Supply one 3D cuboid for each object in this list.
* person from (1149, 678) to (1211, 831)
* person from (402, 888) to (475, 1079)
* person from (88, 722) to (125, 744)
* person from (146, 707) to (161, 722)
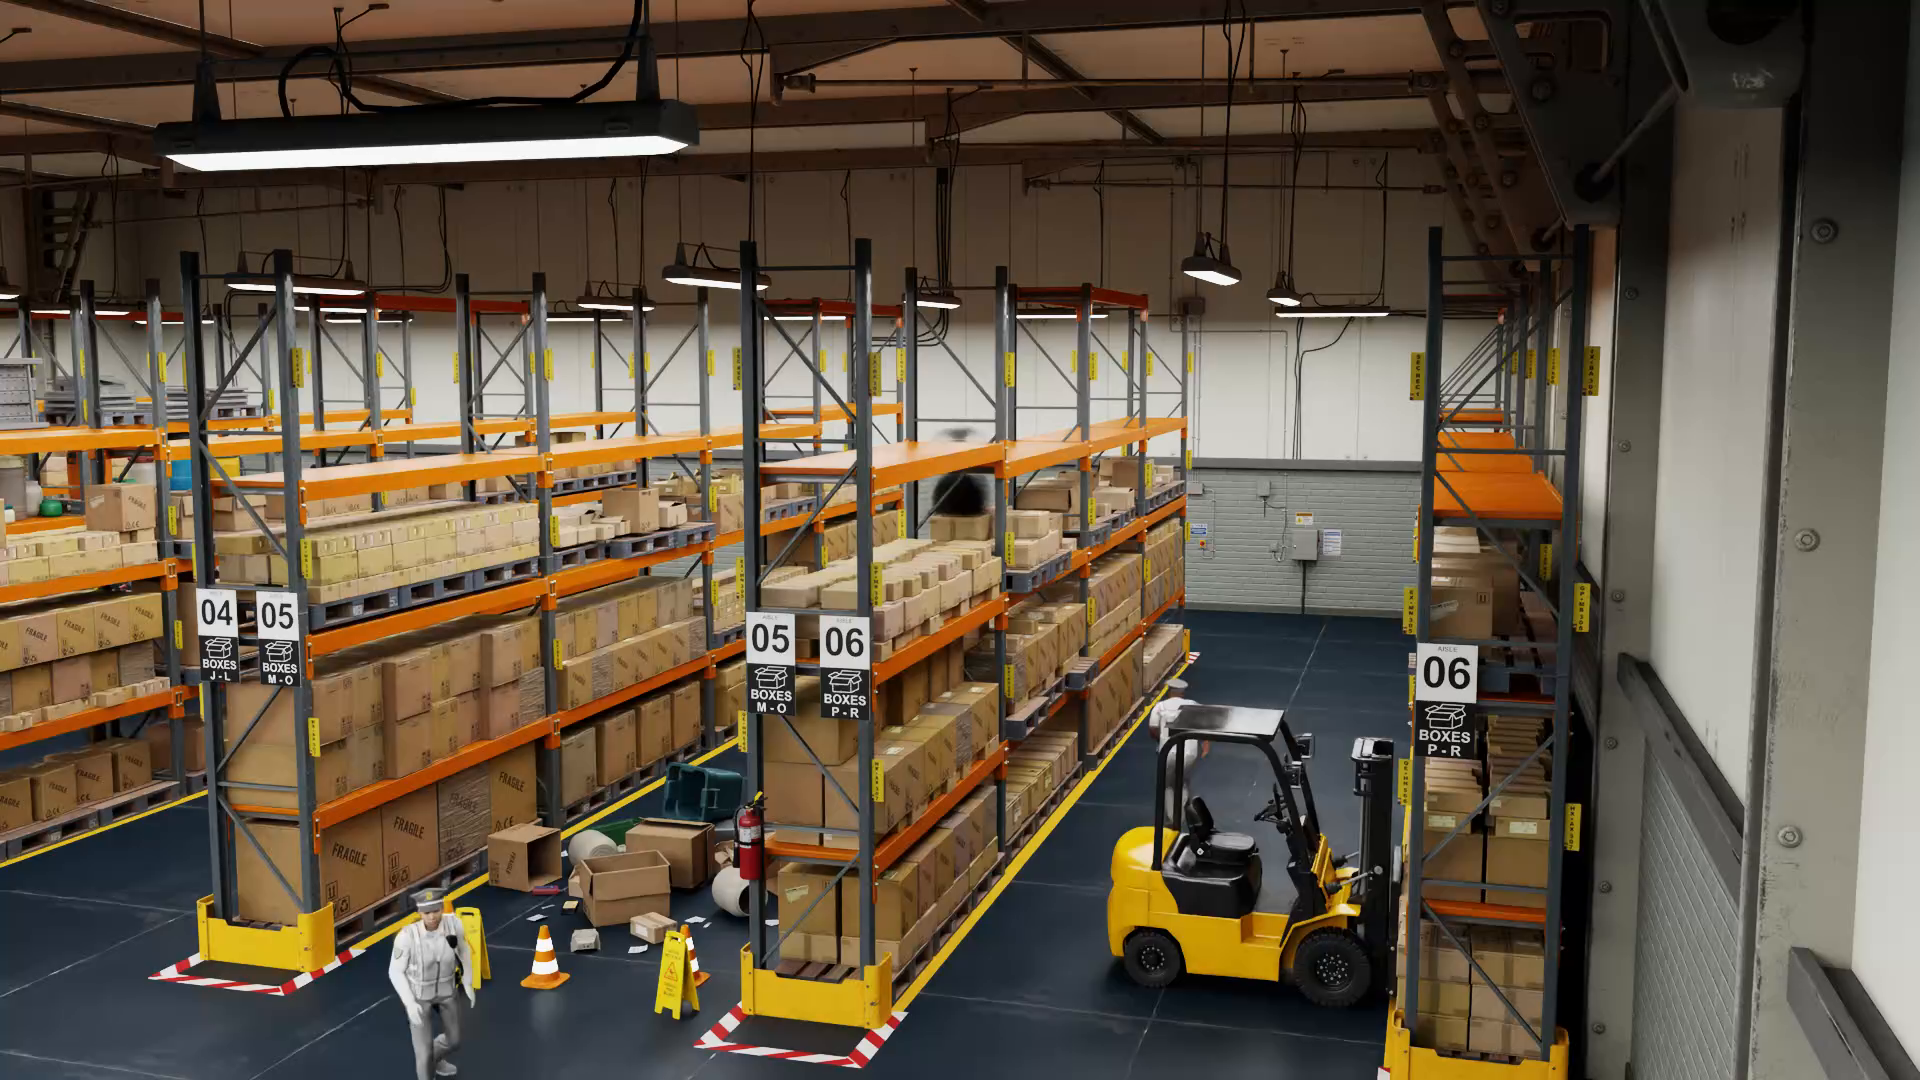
[{"bbox_3d":[2.423,2.358,18.219,0.695,1.575,0.836,1,6,5],"label":"person"},{"bbox_3d":[-3.639,3.093,11.429,0.512,1.610,0.715,-5,8,-37],"label":"person"},{"bbox_3d":[-10.711,1.988,20.713,0.691,1.746,0.975,1,6,8],"label":"person"},{"bbox_3d":[-11.470,1.744,23.854,0.636,1.613,0.976,-1,6,-8],"label":"person"}]
